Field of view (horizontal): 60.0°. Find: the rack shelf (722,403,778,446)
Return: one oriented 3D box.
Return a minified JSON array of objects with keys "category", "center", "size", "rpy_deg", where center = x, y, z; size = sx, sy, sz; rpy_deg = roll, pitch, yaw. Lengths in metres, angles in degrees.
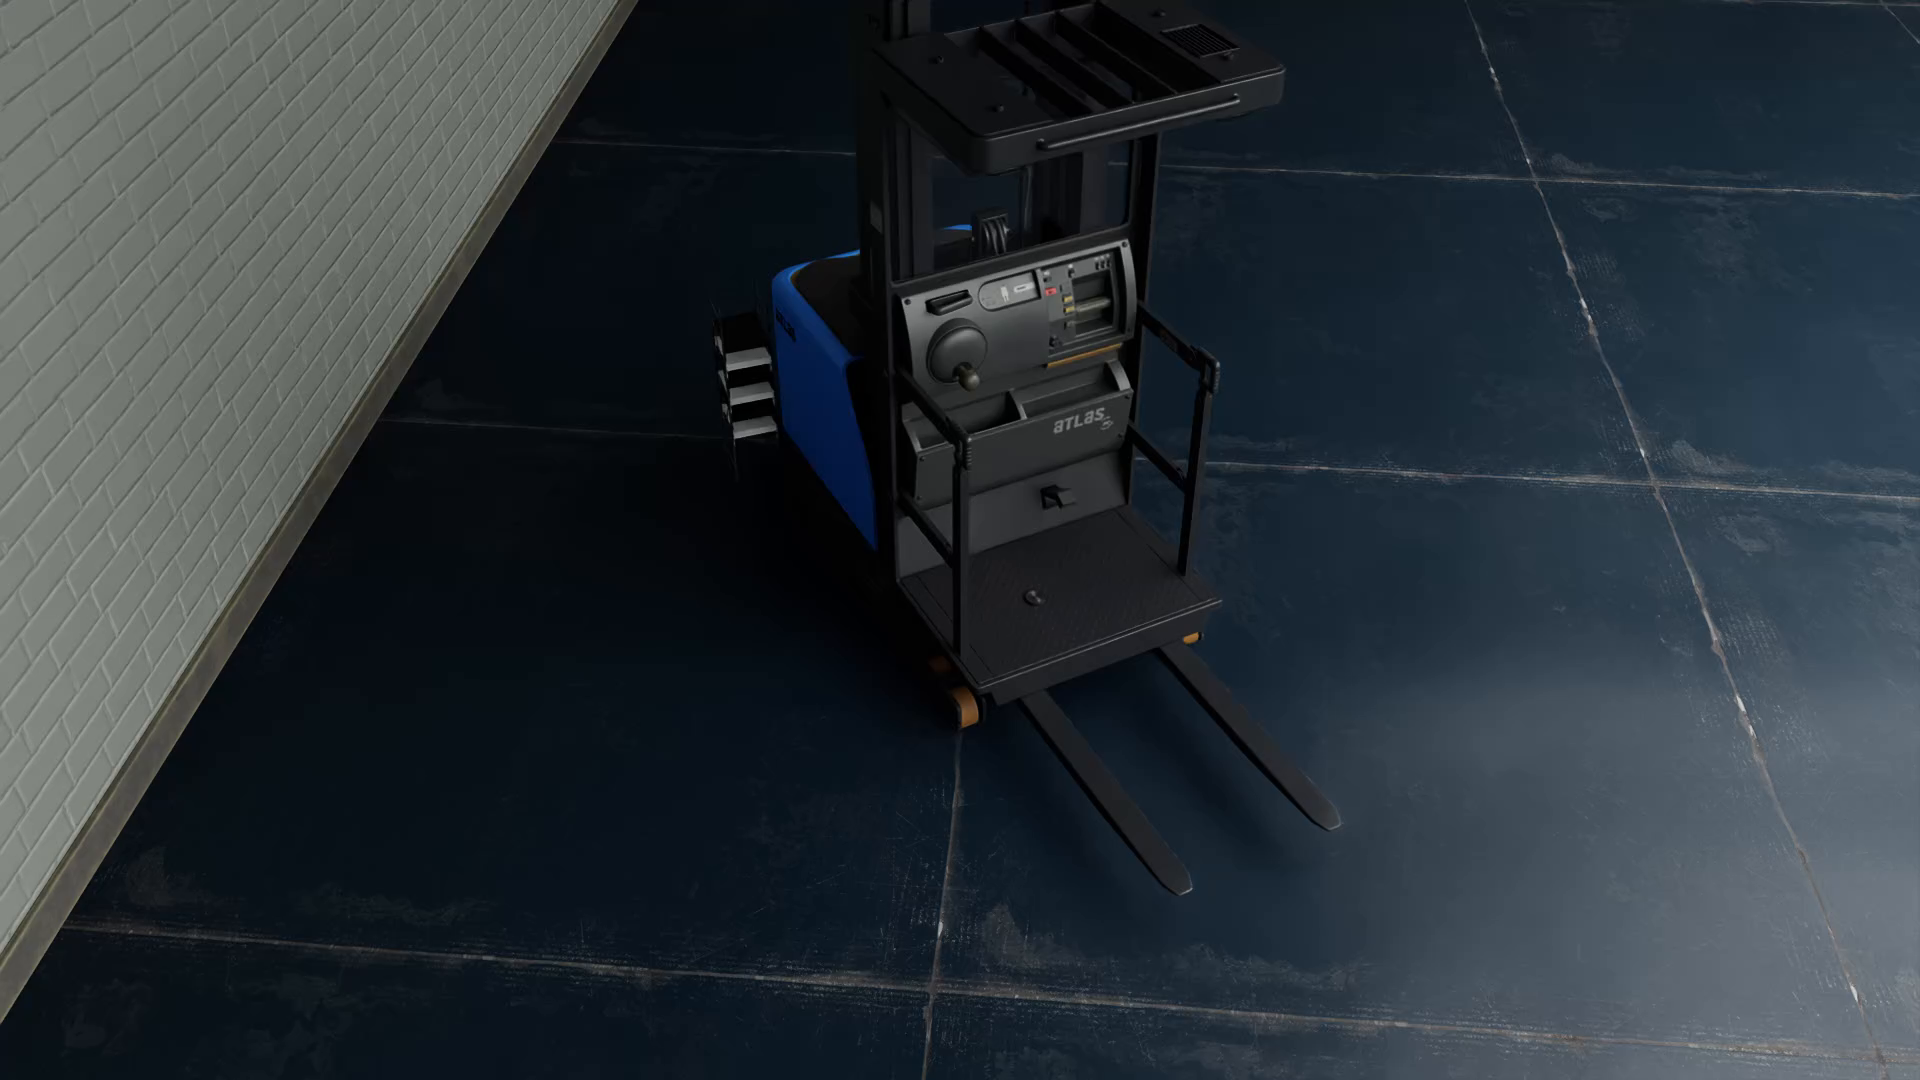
[{"category":"rack shelf","center":[-0.957,-0.543,7.542],"size":[0.200,0.077,0.258],"rpy_deg":[-13,41,-15]}]

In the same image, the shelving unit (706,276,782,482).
[{"category":"shelving unit","center":[-0.957,-0.708,7.407],"size":[0.210,0.900,0.258],"rpy_deg":[-13,41,-15]}]

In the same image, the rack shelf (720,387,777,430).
[{"category":"rack shelf","center":[-0.957,-0.613,7.485],"size":[0.200,0.077,0.258],"rpy_deg":[-13,41,-15]}]

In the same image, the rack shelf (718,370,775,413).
[{"category":"rack shelf","center":[-0.957,-0.683,7.428],"size":[0.200,0.077,0.258],"rpy_deg":[-13,41,-15]}]

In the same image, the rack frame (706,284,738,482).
[{"category":"rack frame","center":[-1.053,-0.687,7.380],"size":[0.006,0.900,0.240],"rpy_deg":[-13,41,-15]}]

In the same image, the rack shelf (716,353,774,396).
[{"category":"rack shelf","center":[-0.957,-0.752,7.371],"size":[0.200,0.077,0.258],"rpy_deg":[-13,41,-15]}]

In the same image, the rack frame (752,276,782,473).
[{"category":"rack frame","center":[-0.862,-0.730,7.434],"size":[0.006,0.900,0.240],"rpy_deg":[-13,41,-15]}]

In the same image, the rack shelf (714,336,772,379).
[{"category":"rack shelf","center":[-0.957,-0.822,7.314],"size":[0.200,0.077,0.258],"rpy_deg":[-13,41,-15]}]

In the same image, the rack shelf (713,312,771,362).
[{"category":"rack shelf","center":[-0.957,-0.892,7.258],"size":[0.200,0.077,0.258],"rpy_deg":[-13,41,-15]}]

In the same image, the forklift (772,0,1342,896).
[{"category":"forklift","center":[0.320,-0.741,5.838],"size":[1.130,2.935,3.031],"rpy_deg":[-18,42,-21]}]
